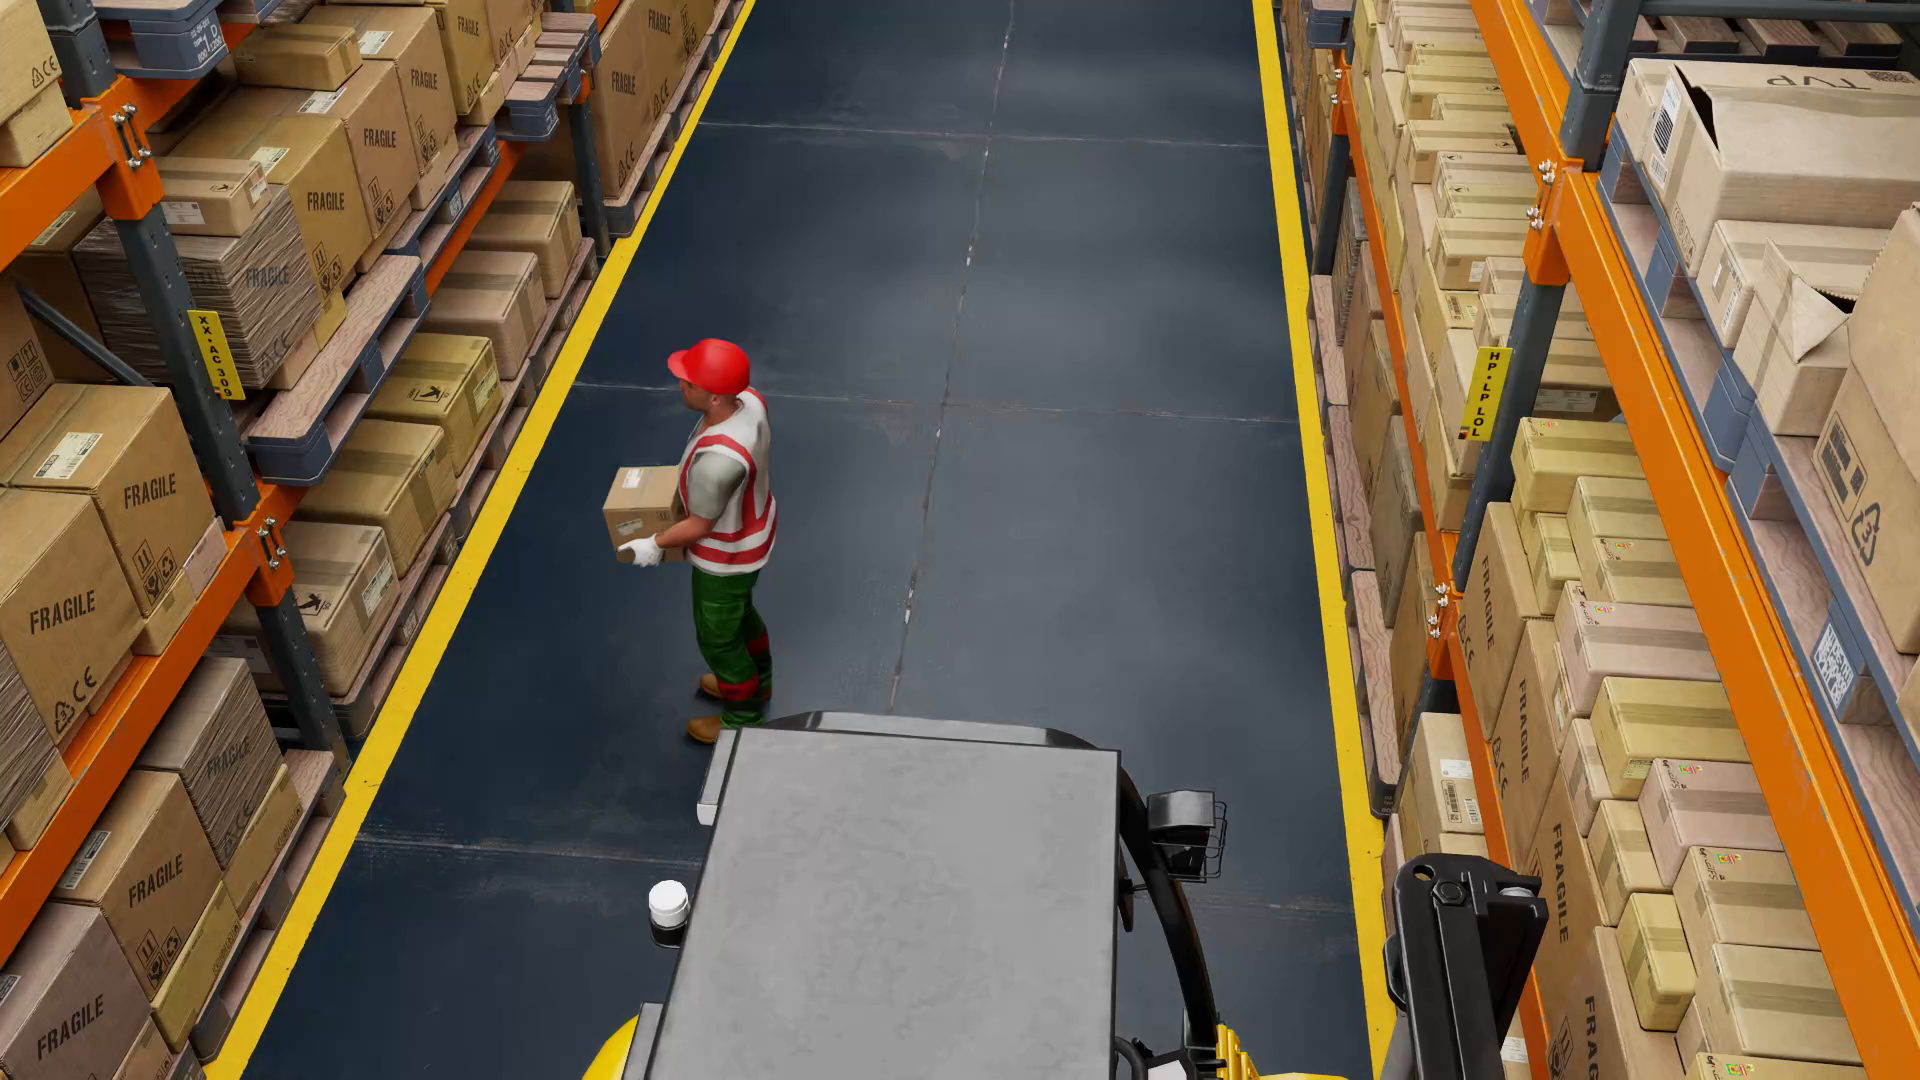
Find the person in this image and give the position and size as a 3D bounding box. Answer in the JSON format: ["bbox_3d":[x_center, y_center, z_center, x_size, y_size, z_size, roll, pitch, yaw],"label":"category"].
[{"bbox_3d":[-0.946,0.019,6.112,0.547,1.793,0.519,3,40,4],"label":"person"}]
